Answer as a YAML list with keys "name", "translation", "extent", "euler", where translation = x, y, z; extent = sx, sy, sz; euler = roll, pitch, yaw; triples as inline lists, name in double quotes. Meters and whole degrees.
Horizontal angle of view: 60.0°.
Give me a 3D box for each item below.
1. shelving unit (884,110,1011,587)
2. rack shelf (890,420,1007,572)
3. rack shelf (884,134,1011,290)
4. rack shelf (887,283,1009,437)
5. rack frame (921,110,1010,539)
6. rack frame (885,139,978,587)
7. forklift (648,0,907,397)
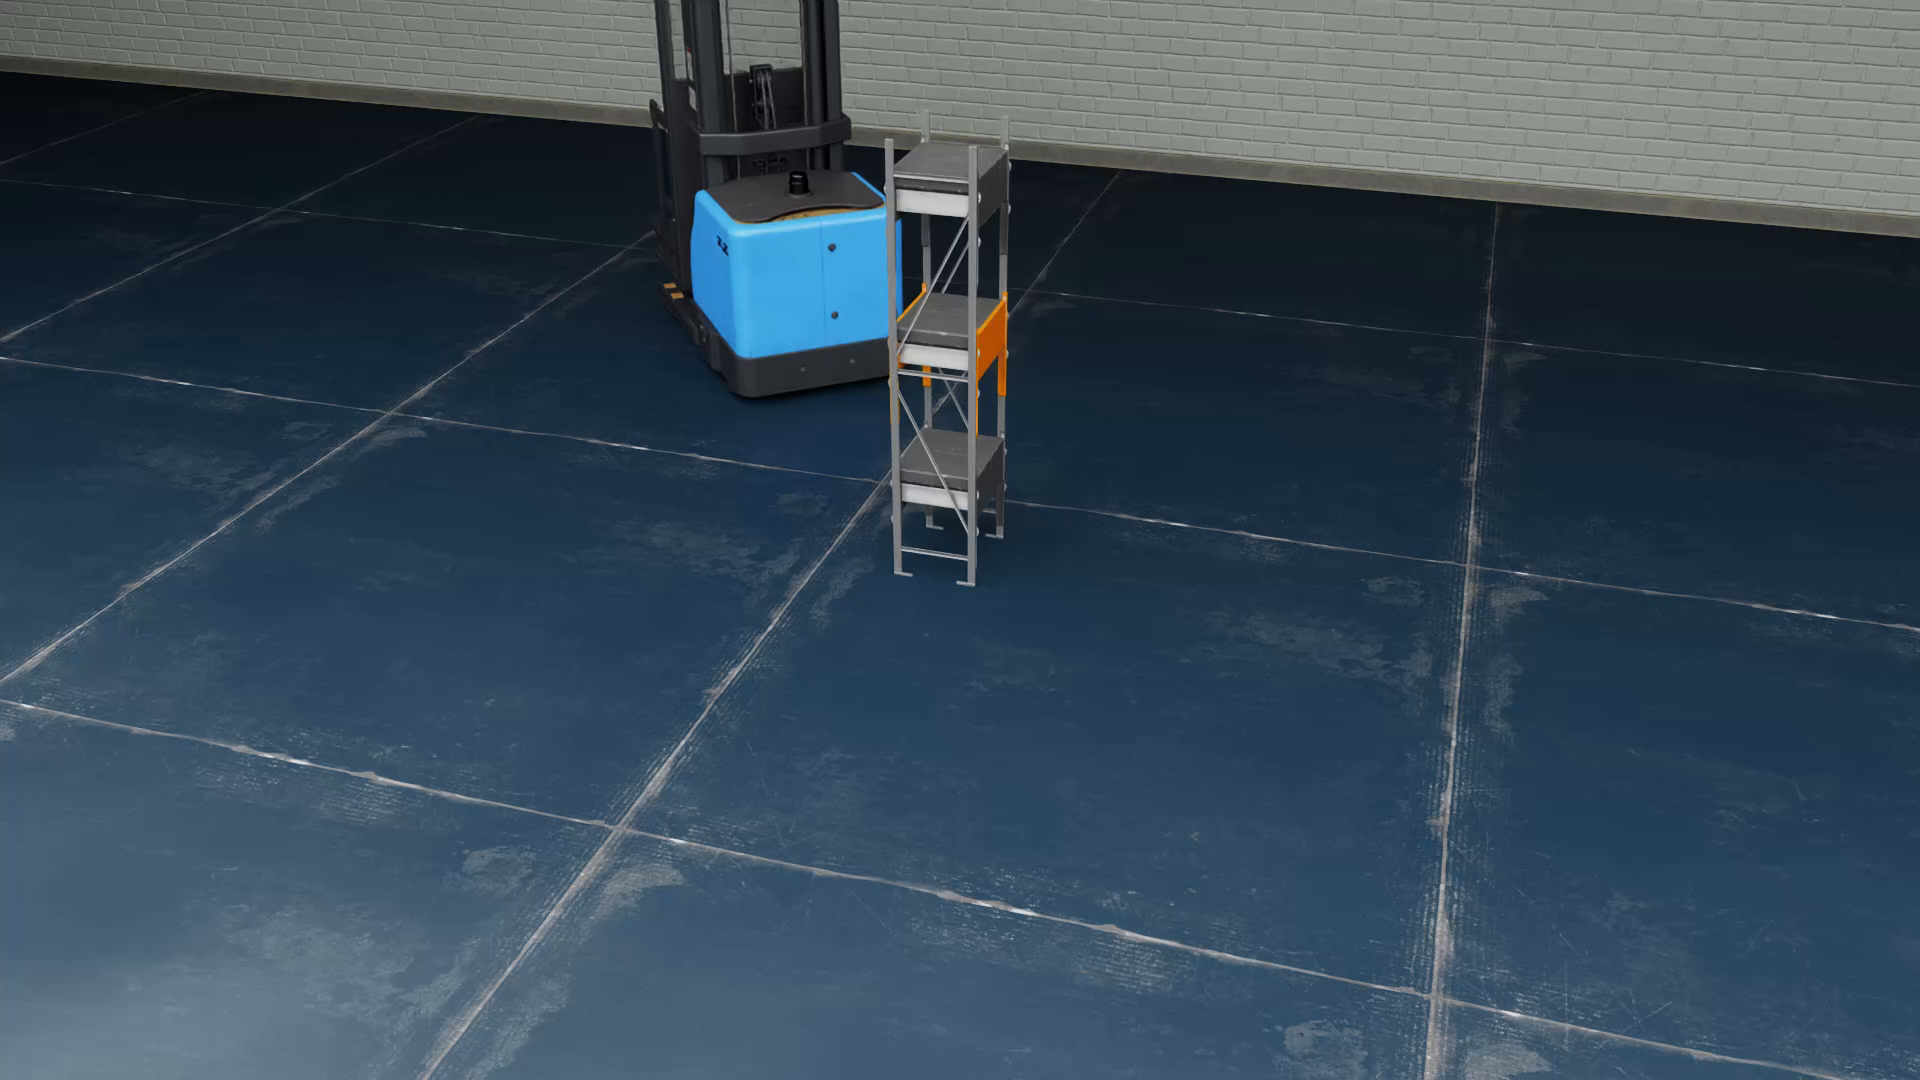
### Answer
- name: "shelving unit"
  translation: [-0.049, -0.841, 7.601]
  extent: [0.431, 2.100, 0.503]
  euler: [8, 30, 15]
- name: "rack shelf"
  translation: [-0.049, -0.217, 7.948]
  extent: [0.431, 0.518, 0.480]
  euler: [8, 30, 15]
- name: "rack shelf"
  translation: [-0.049, -1.440, 7.268]
  extent: [0.431, 0.518, 0.480]
  euler: [8, 30, 15]
- name: "rack shelf"
  translation: [-0.049, -0.829, 7.608]
  extent: [0.431, 0.518, 0.480]
  euler: [8, 30, 15]
- name: "rack frame"
  translation: [0.023, -0.954, 7.805]
  extent: [0.400, 2.100, 0.015]
  euler: [8, 30, 15]
- name: "rack frame"
  translation: [-0.120, -0.727, 7.397]
  extent: [0.400, 2.100, 0.015]
  euler: [8, 30, 15]
- name: "forklift"
  translation: [-1.352, -2.800, 10.269]
  extent: [1.130, 2.935, 3.031]
  euler: [-11, 31, -20]
